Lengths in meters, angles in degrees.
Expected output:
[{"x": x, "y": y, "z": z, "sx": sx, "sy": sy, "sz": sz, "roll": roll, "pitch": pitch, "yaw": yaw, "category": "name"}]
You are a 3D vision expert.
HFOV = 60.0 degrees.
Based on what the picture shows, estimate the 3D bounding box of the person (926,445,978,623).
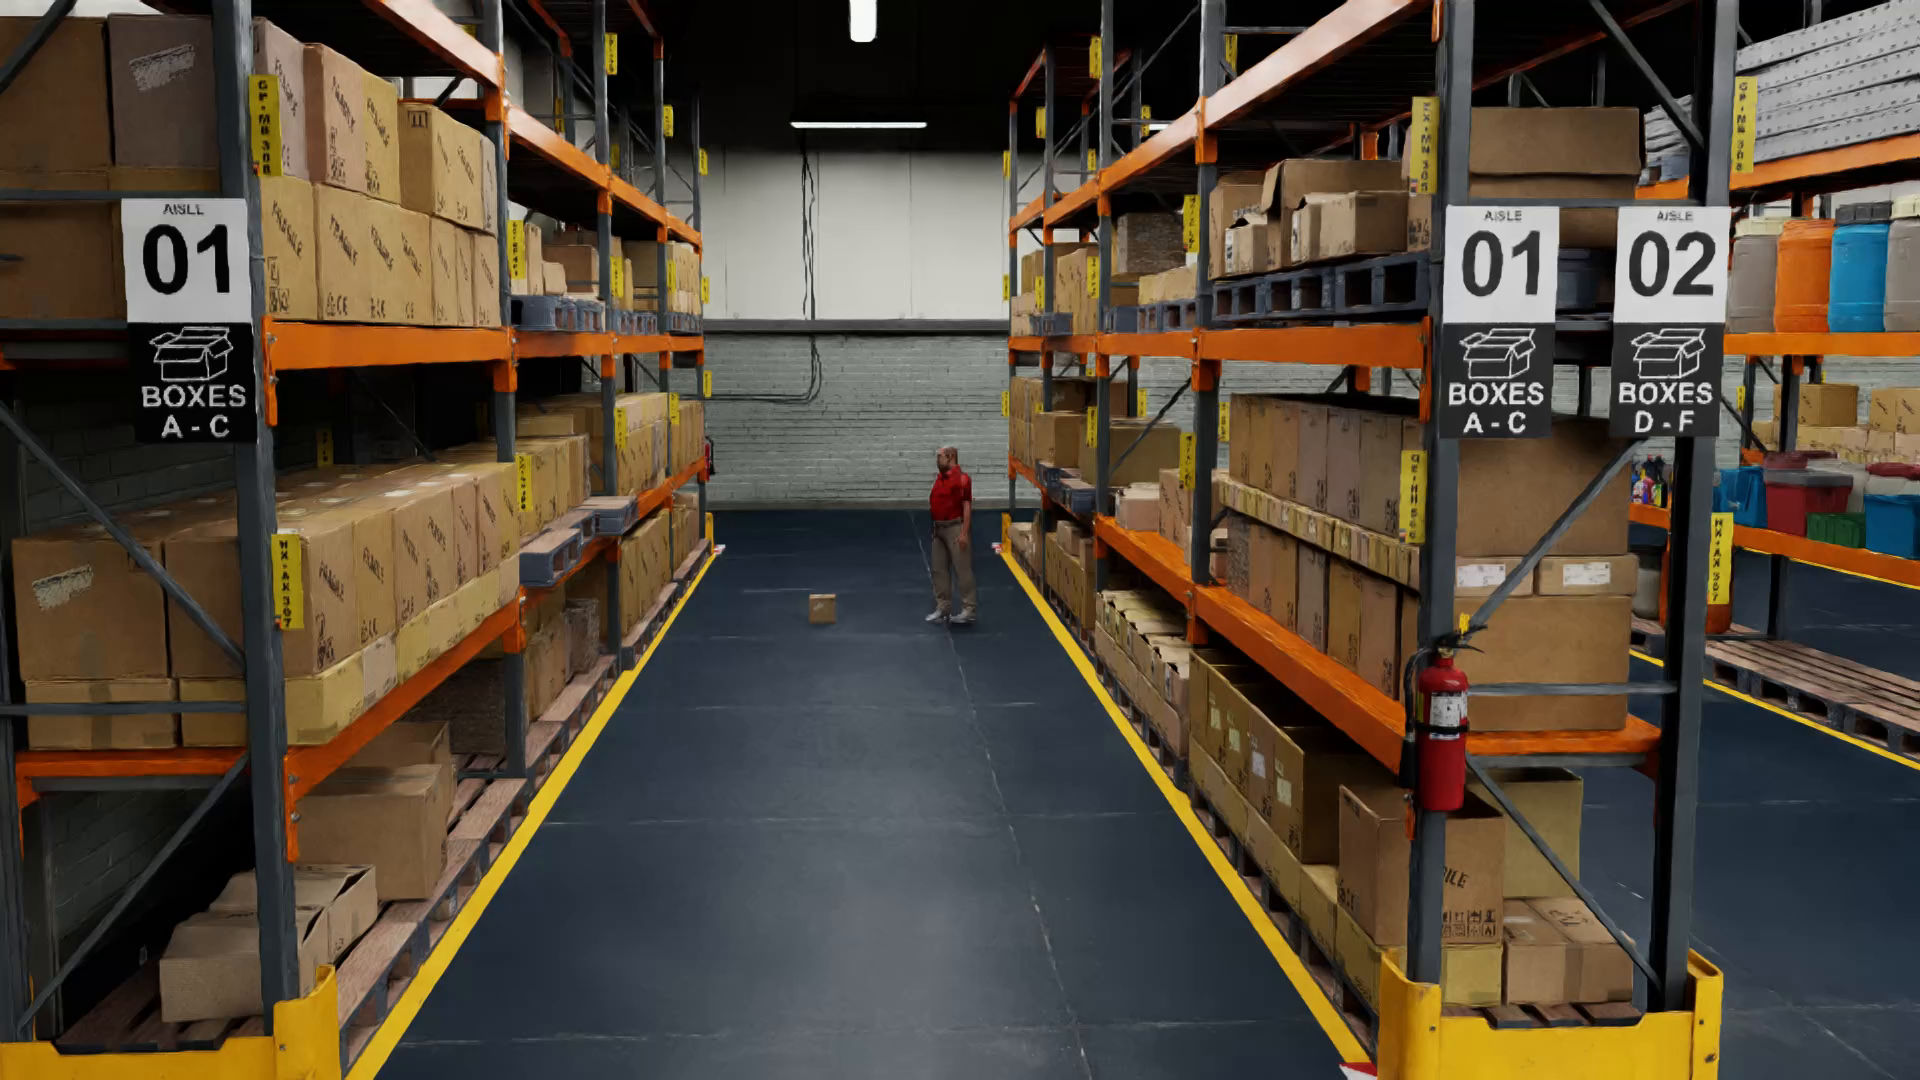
[{"x": -0.102, "y": -0.061, "z": 16.227, "sx": 0.424, "sy": 1.729, "sz": 0.541, "roll": -5, "pitch": 8, "yaw": -36, "category": "person"}]
